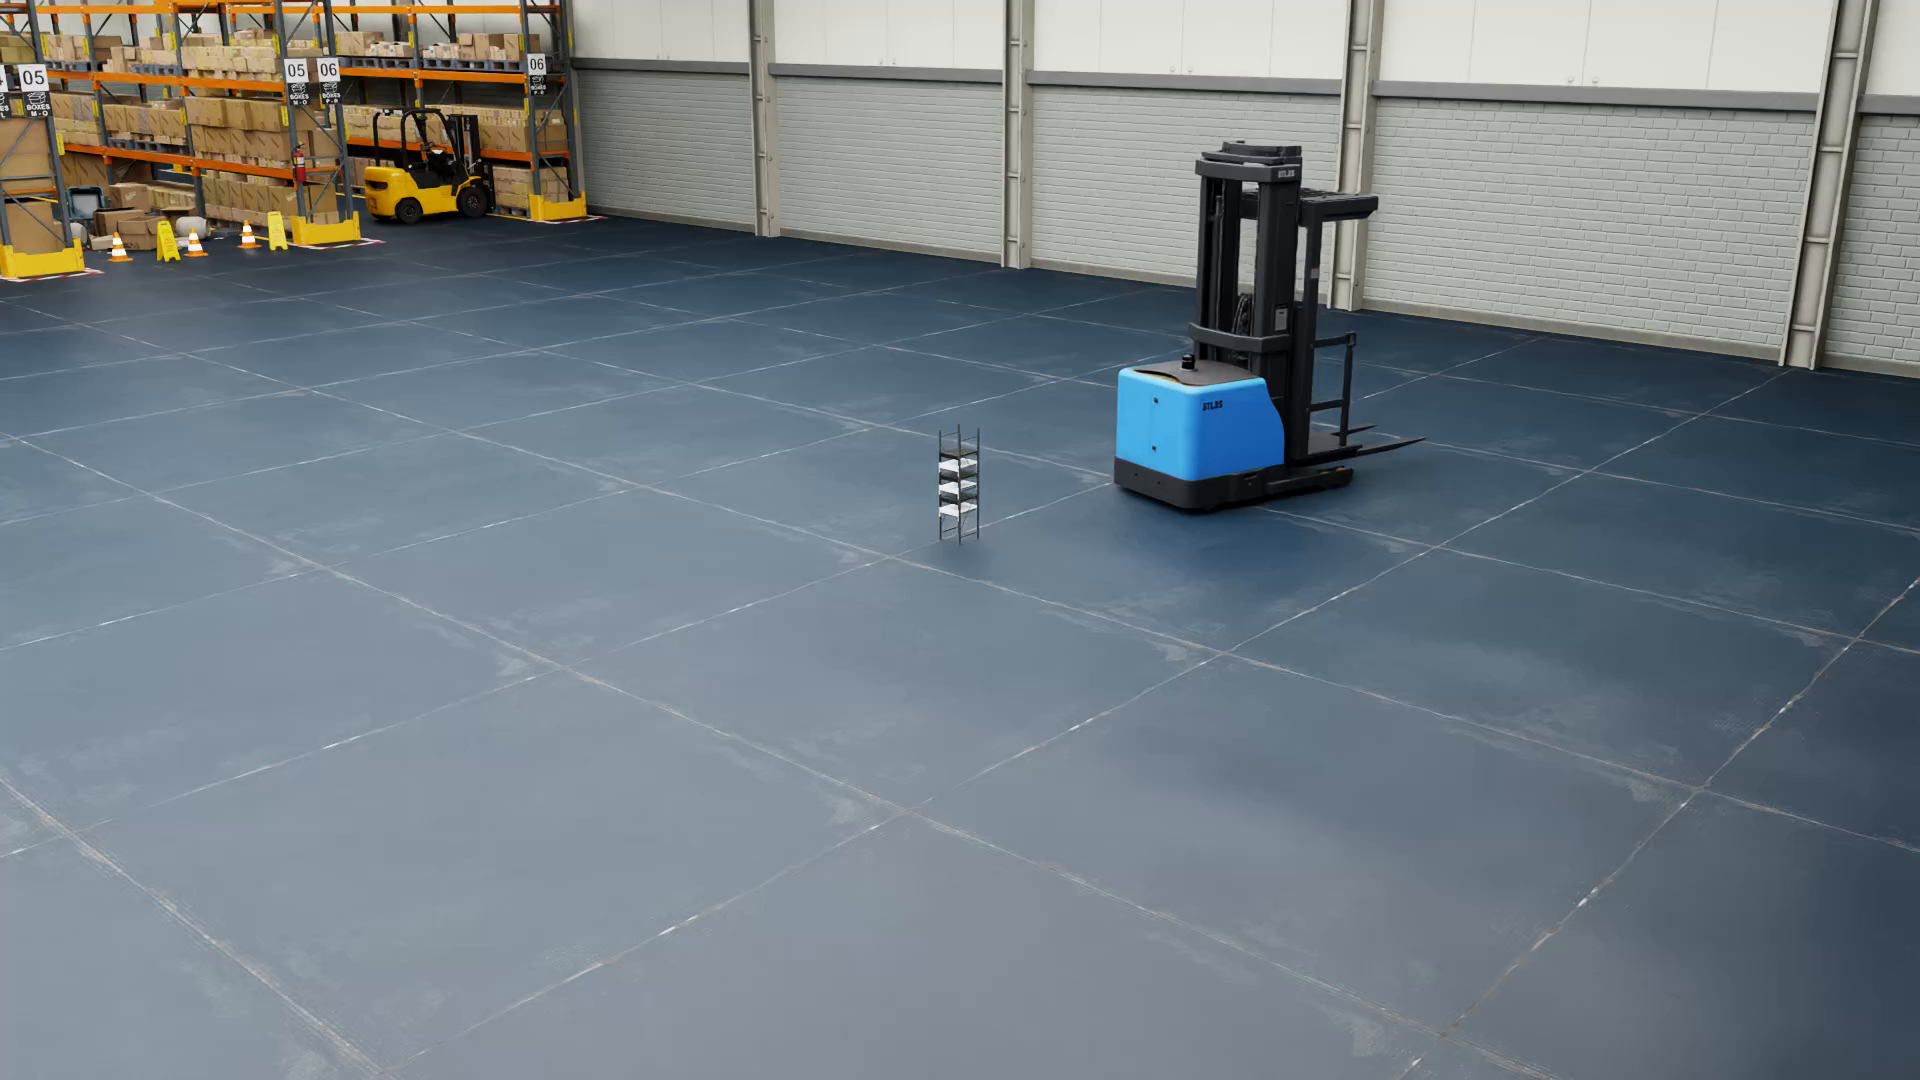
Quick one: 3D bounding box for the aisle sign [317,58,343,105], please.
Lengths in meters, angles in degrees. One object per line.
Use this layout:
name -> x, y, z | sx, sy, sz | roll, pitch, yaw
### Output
aisle sign -> -11.173, -8.133, 29.481 | 0.004, 0.787, 0.394 | 15, 23, 39

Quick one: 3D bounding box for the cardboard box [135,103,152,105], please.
cardboard box -> -16.884, -8.803, 34.541 | 0.500, 0.500, 0.500 | 14, 22, 38

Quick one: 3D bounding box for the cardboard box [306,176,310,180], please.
cardboard box -> -15.337, -8.818, 39.377 | 0.500, 0.500, 0.500 | 16, 24, 42

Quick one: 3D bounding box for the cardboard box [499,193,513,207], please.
cardboard box -> -9.060, -6.974, 33.980 | 0.500, 0.250, 0.500 | 15, 23, 39

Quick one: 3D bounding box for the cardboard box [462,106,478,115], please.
cardboard box -> -10.068, -8.890, 34.435 | 0.250, 0.149, 0.380 | 15, 23, 39

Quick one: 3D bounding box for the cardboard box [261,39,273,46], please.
cardboard box -> -16.167, -11.666, 39.019 | 0.250, 0.149, 0.380 | 15, 23, 40

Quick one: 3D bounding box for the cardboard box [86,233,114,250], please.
cardboard box -> -15.119, -5.267, 29.270 | 0.396, 0.266, 0.258 | -13, 22, -36

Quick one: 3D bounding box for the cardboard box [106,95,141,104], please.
cardboard box -> -17.616, -9.121, 35.074 | 0.500, 0.500, 0.500 | 14, 22, 37

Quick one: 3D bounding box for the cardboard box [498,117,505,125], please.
cardboard box -> -9.121, -8.486, 33.653 | 0.250, 0.149, 0.380 | 15, 23, 39

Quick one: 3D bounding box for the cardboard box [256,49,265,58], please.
cardboard box -> -12.245, -8.635, 29.499 | 0.250, 0.149, 0.380 | 15, 23, 39

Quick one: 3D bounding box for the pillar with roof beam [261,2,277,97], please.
pillar with roof beam -> -19.889, -12.598, 37.932 | 0.400, 9.000, 9.100 | 15, 23, 39

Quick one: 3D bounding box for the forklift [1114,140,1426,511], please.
forklift -> 2.848, -1.957, 14.433 | 3.031, 2.935, 1.130 | -11, 21, -32

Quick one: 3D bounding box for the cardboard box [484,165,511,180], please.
cardboard box -> -9.455, -7.548, 34.135 | 0.500, 0.250, 0.500 | 15, 23, 40

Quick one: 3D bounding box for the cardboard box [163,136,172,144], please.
cardboard box -> -15.387, -7.861, 32.644 | 0.250, 0.149, 0.380 | 15, 23, 38

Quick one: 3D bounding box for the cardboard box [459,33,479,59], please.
cardboard box -> -9.738, -10.075, 33.909 | 0.637, 0.503, 0.797 | 16, 24, 41

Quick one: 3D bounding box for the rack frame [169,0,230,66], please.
rack frame -> -14.417, -10.499, 31.316 | 0.127, 3.000, 1.000 | 15, 23, 39

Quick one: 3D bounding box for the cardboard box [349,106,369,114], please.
cardboard box -> -13.461, -9.644, 37.302 | 0.250, 0.149, 0.380 | 15, 23, 40

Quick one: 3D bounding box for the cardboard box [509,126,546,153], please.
cardboard box -> -8.676, -8.047, 33.343 | 0.500, 0.500, 0.500 | 14, 23, 38

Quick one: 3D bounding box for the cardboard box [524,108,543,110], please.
cardboard box -> -8.623, -8.684, 33.787 | 0.250, 0.149, 0.380 | 16, 23, 40

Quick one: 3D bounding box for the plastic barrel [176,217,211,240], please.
plastic barrel -> -13.975, -5.680, 30.310 | 0.512, 0.421, 0.421 | -3, 18, -8

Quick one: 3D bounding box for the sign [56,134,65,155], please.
sign -> -14.263, -6.270, 26.349 | 0.005, 0.325, 0.100 | 15, 23, 39

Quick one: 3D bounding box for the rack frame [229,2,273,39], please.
rack frame -> -17.109, -13.229, 39.918 | 0.127, 3.000, 1.000 | 15, 23, 39

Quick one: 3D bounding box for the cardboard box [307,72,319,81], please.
cardboard box -> -11.458, -8.286, 29.718 | 0.250, 0.149, 0.380 | 15, 23, 39

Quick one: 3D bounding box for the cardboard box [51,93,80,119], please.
cardboard box -> -19.099, -9.317, 35.691 | 0.500, 0.500, 0.500 | 15, 23, 38

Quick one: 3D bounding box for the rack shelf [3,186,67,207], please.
rack shelf -> -16.131, -5.754, 27.474 | 4.000, 0.370, 1.077 | 15, 23, 39

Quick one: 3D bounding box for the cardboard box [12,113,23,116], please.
cardboard box -> -15.689, -6.598, 26.910 | 0.550, 0.550, 0.875 | 15, 23, 39

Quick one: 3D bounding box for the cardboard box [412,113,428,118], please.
cardboard box -> -11.528, -9.138, 35.709 | 0.250, 0.149, 0.380 | 16, 24, 41

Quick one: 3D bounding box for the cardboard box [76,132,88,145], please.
cardboard box -> -18.352, -8.513, 35.224 | 0.500, 0.250, 0.500 | 16, 23, 40

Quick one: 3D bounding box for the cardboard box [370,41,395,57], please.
cardboard box -> -12.403, -10.642, 36.015 | 0.500, 0.311, 0.500 | 14, 22, 37

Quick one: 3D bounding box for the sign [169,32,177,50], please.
sign -> -14.783, -9.377, 31.234 | 0.005, 0.325, 0.100 | 15, 23, 39

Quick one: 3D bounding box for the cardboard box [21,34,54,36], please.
cardboard box -> -19.934, -10.680, 35.988 | 0.500, 0.500, 0.500 | 15, 23, 38

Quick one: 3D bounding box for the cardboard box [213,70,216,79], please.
cardboard box -> -13.576, -8.626, 30.789 | 0.250, 0.149, 0.380 | 14, 22, 38

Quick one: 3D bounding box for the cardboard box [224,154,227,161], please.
cardboard box -> -13.570, -7.194, 31.237 | 0.250, 0.149, 0.380 | 15, 23, 39

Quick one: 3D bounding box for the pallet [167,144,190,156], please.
pallet -> -14.892, -7.734, 32.840 | 1.213, 0.211, 1.003 | 15, 23, 39

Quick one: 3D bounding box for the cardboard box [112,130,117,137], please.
cardboard box -> -17.289, -8.415, 34.391 | 0.250, 0.149, 0.380 | 13, 22, 36

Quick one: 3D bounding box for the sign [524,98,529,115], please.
sign -> -8.504, -8.505, 32.645 | 0.005, 0.325, 0.100 | 15, 23, 39

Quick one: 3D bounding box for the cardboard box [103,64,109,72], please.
cardboard box -> -17.286, -9.651, 34.018 | 0.250, 0.149, 0.380 | 15, 23, 39

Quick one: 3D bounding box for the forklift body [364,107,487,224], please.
forklift body -> -10.763, -7.523, 33.261 | 1.214, 2.155, 2.313 | 15, 23, 39

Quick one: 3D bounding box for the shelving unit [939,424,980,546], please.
shelving unit -> -0.006, -0.431, 12.981 | 0.210, 0.900, 0.258 | 15, 23, 39

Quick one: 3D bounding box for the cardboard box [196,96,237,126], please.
cardboard box -> -13.865, -8.060, 31.241 | 0.500, 0.500, 0.700 | 15, 23, 40

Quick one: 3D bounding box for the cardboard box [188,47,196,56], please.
cardboard box -> -14.184, -9.146, 31.112 | 0.250, 0.149, 0.380 | 16, 24, 41

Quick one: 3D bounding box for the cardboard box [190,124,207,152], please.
cardboard box -> -14.273, -7.677, 31.686 | 0.500, 0.500, 0.500 | 15, 23, 39

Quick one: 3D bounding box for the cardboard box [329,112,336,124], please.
cardboard box -> -13.964, -9.583, 37.770 | 0.500, 0.250, 0.500 | 15, 23, 39

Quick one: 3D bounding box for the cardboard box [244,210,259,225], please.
cardboard box -> -12.986, -6.037, 31.025 | 0.500, 0.250, 0.500 | 14, 22, 37

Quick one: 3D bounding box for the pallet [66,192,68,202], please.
pallet -> -18.857, -7.533, 36.501 | 1.213, 0.211, 1.003 | 15, 23, 39

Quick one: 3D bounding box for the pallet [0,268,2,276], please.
pallet -> -15.285, -4.509, 26.972 | 1.213, 0.211, 1.003 | 15, 23, 39

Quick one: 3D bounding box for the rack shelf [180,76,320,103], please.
rack shelf -> -12.921, -8.324, 30.613 | 4.000, 0.370, 1.077 | 15, 23, 39
